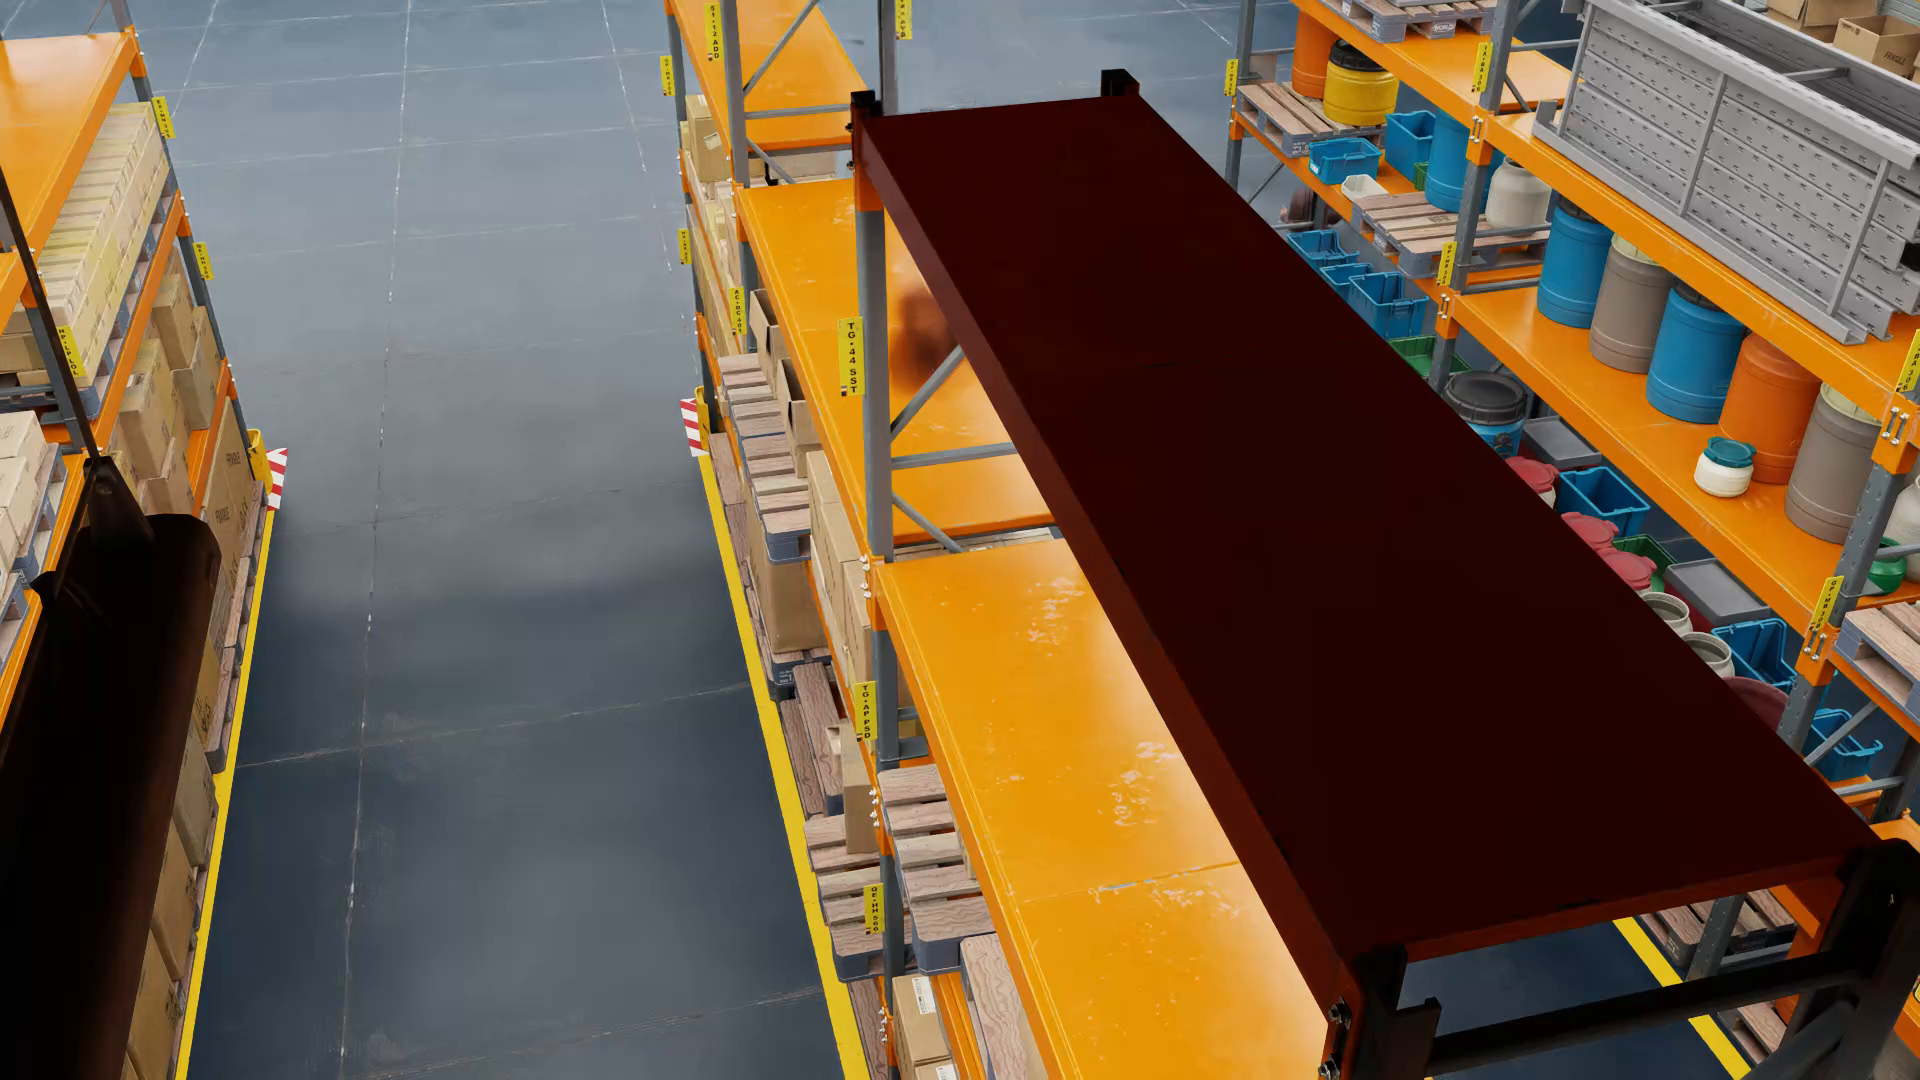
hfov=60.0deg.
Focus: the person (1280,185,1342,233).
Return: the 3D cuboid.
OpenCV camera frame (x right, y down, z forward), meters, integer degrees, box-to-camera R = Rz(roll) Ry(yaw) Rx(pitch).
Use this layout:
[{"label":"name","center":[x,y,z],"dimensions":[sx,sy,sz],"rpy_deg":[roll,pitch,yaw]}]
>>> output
[{"label":"person","center":[3.563,-3.037,17.008],"dimensions":[0.734,1.807,0.693],"rpy_deg":[25,42,32]}]
